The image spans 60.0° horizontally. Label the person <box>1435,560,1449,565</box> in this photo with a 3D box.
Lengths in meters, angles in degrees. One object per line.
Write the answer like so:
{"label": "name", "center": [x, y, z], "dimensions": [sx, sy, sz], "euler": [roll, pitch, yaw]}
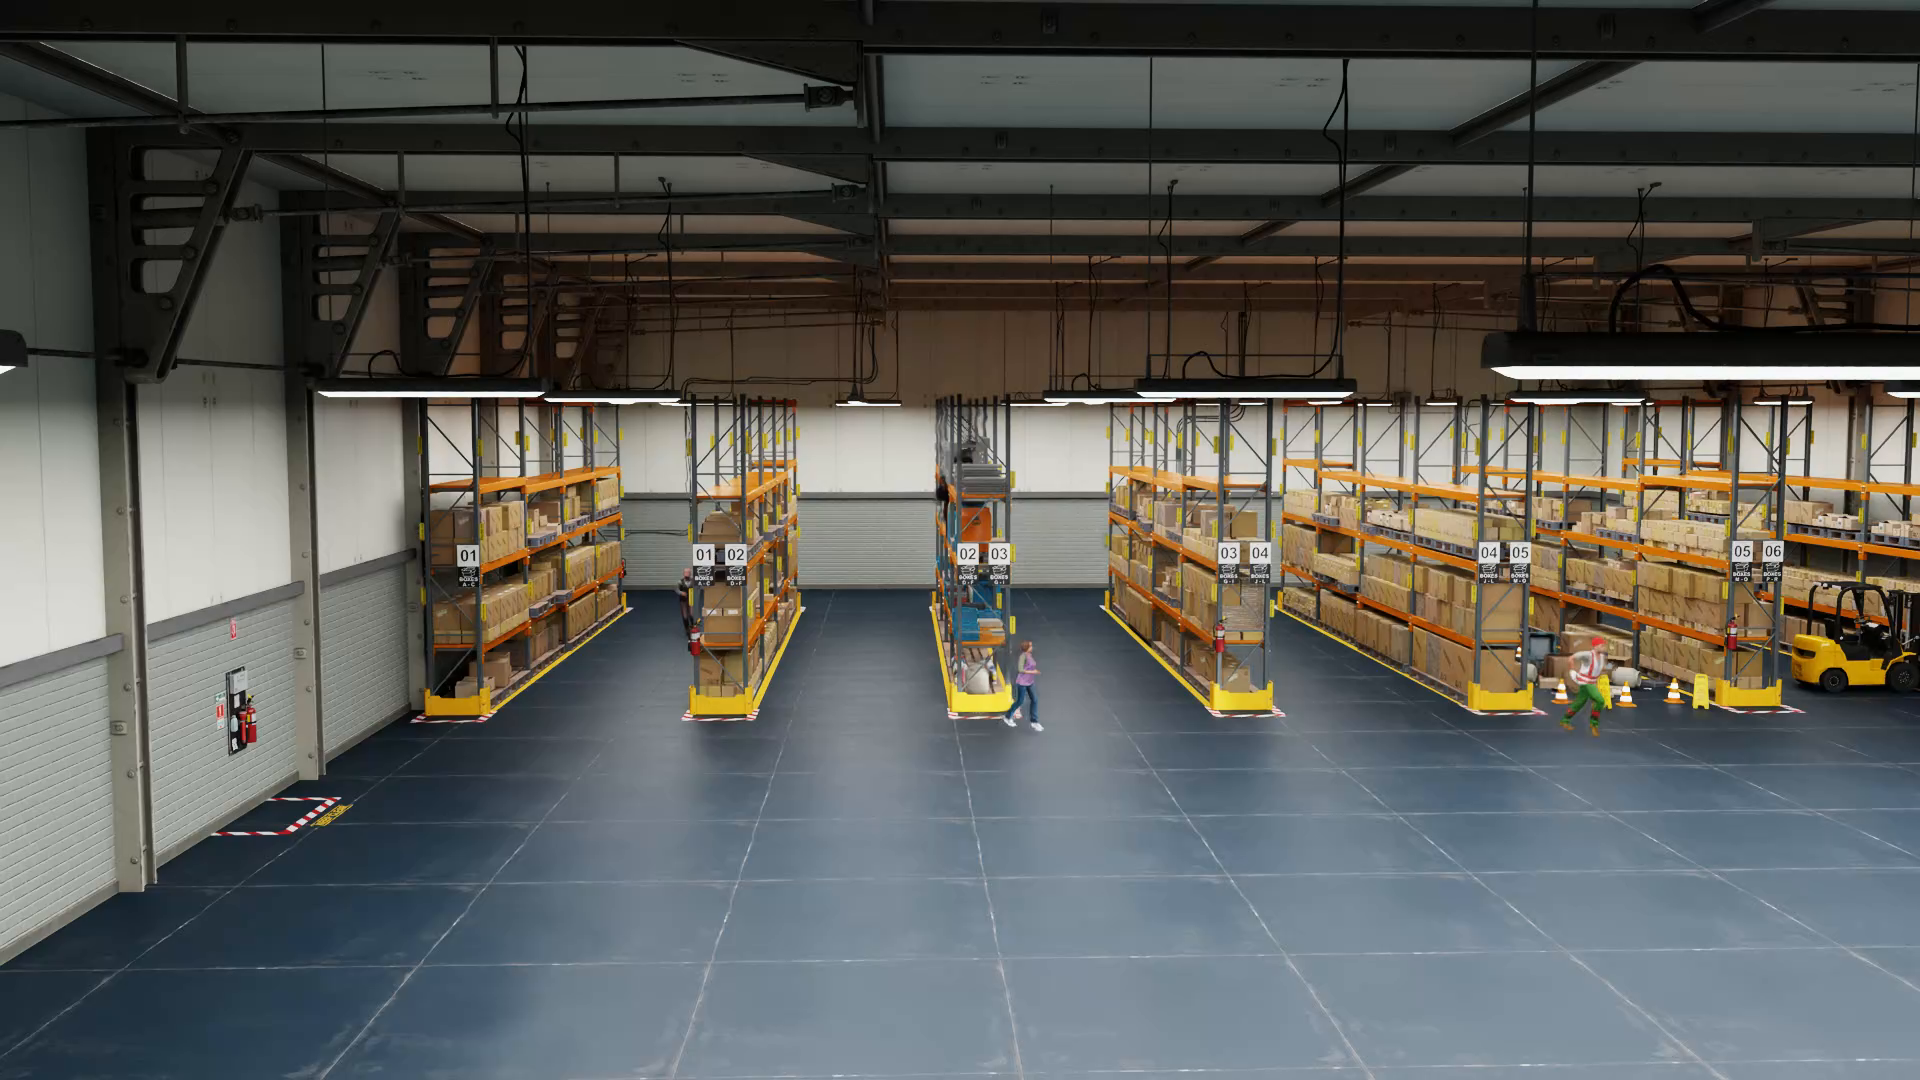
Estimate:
{"label": "person", "center": [14.183, 1.019, 49.212], "dimensions": [0.572, 1.662, 0.590], "euler": [1, 5, 13]}

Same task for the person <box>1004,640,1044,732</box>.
{"label": "person", "center": [1.128, 2.682, 29.644], "dimensions": [0.759, 1.447, 0.527], "euler": [3, 5, 30]}

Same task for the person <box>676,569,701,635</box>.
{"label": "person", "center": [-6.851, 1.570, 41.932], "dimensions": [0.631, 1.681, 0.624], "euler": [-1, 5, -7]}

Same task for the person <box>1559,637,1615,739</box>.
{"label": "person", "center": [10.961, 2.558, 29.128], "dimensions": [0.647, 1.768, 0.958], "euler": [-4, 6, -44]}
